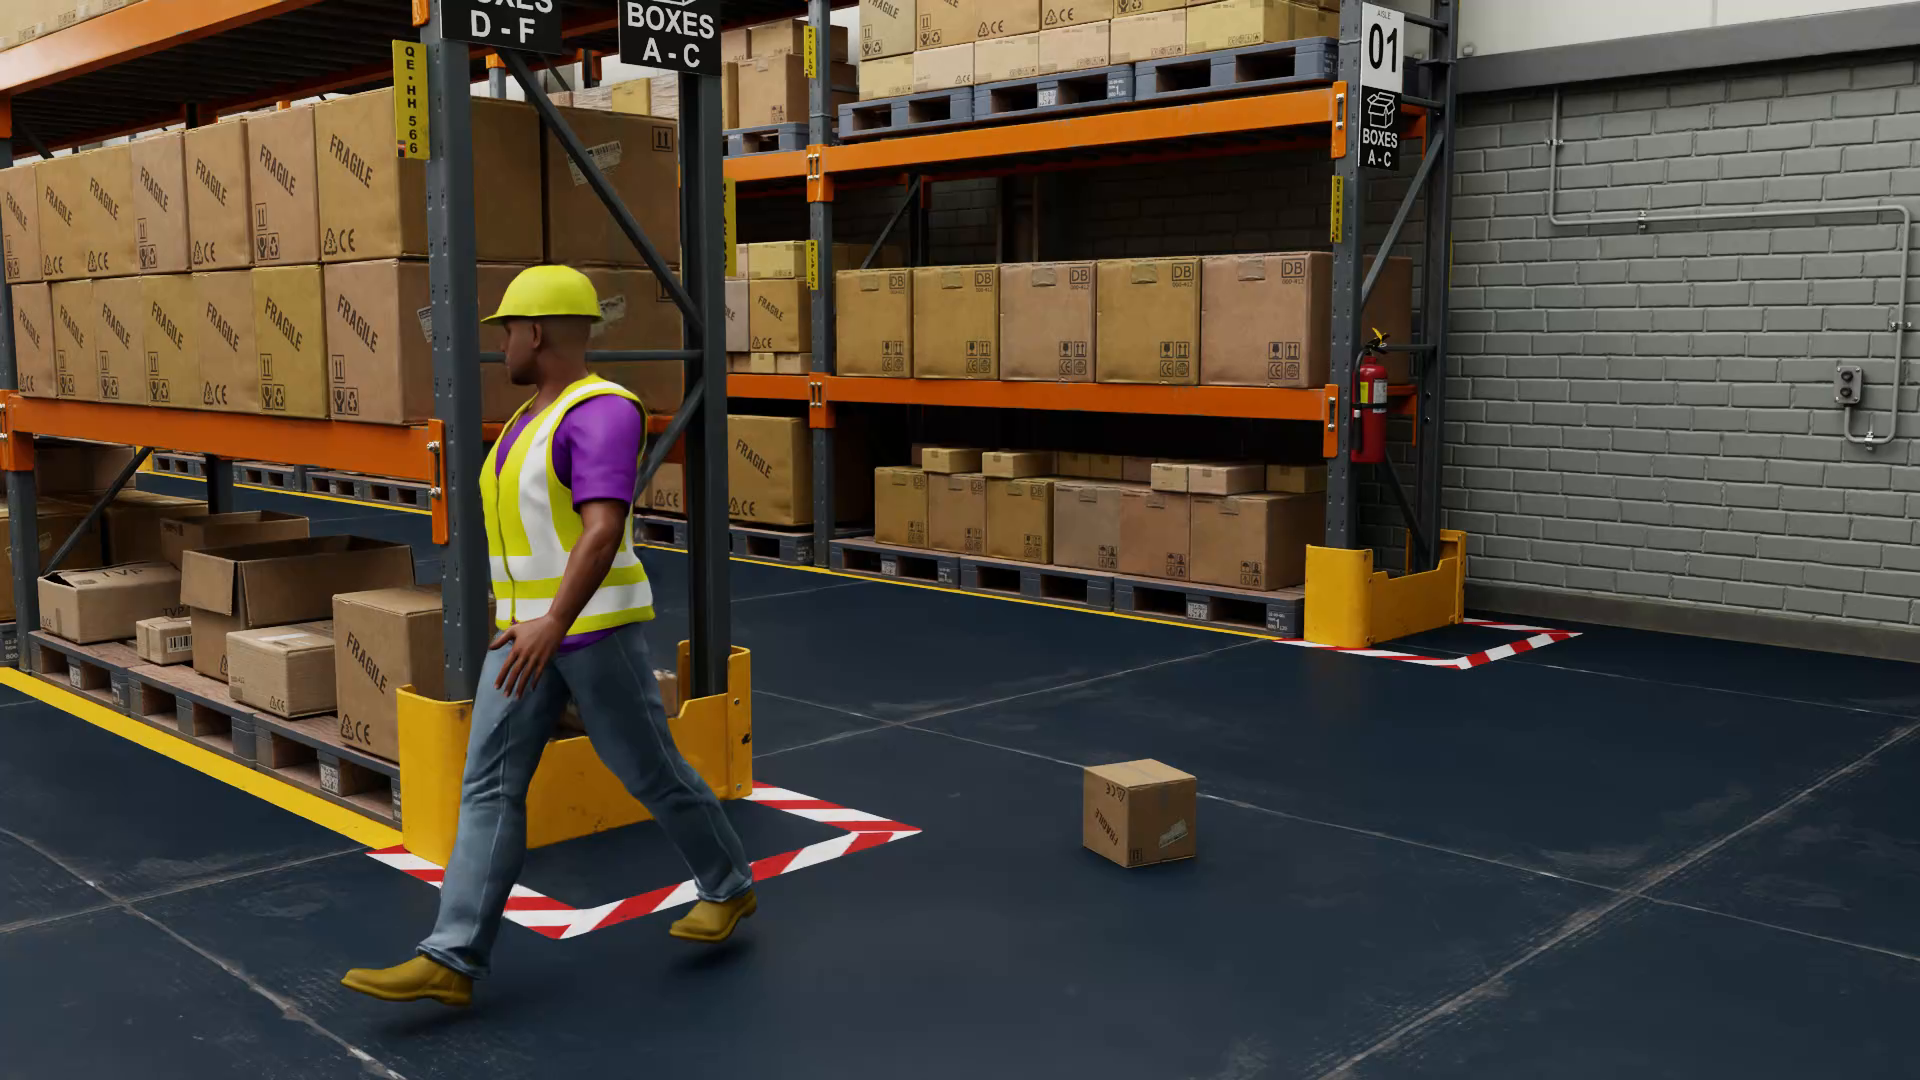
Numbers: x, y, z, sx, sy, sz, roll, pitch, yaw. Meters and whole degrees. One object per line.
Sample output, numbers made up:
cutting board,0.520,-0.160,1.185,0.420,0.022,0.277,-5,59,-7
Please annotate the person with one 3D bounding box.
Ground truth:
person,-0.963,0.214,3.942,1.053,1.719,0.632,-7,10,-44
